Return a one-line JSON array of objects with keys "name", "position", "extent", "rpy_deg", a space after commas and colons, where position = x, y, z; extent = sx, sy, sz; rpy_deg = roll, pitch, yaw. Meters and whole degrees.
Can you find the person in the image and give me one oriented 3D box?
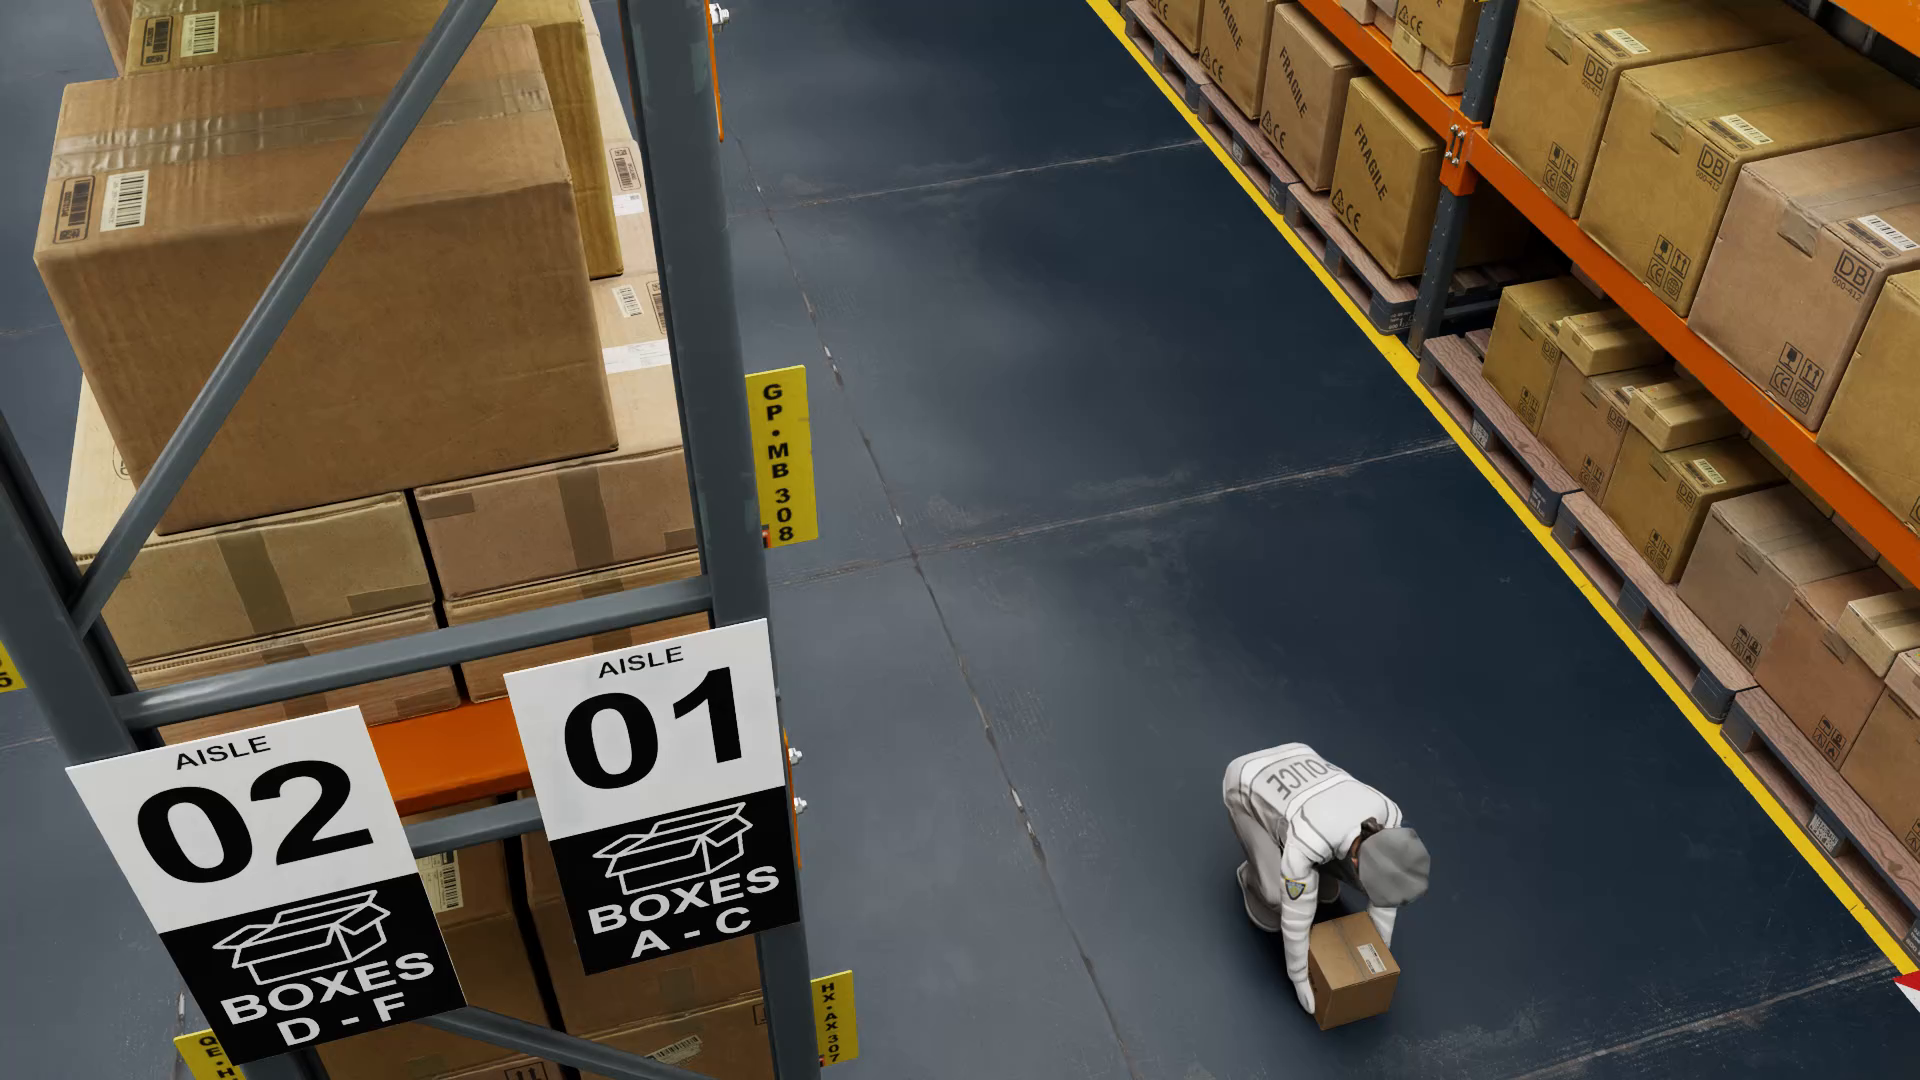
[{"name": "person", "position": [1.220, 1.059, 5.659], "extent": [0.470, 0.850, 0.868], "rpy_deg": [-12, 44, -13]}]
